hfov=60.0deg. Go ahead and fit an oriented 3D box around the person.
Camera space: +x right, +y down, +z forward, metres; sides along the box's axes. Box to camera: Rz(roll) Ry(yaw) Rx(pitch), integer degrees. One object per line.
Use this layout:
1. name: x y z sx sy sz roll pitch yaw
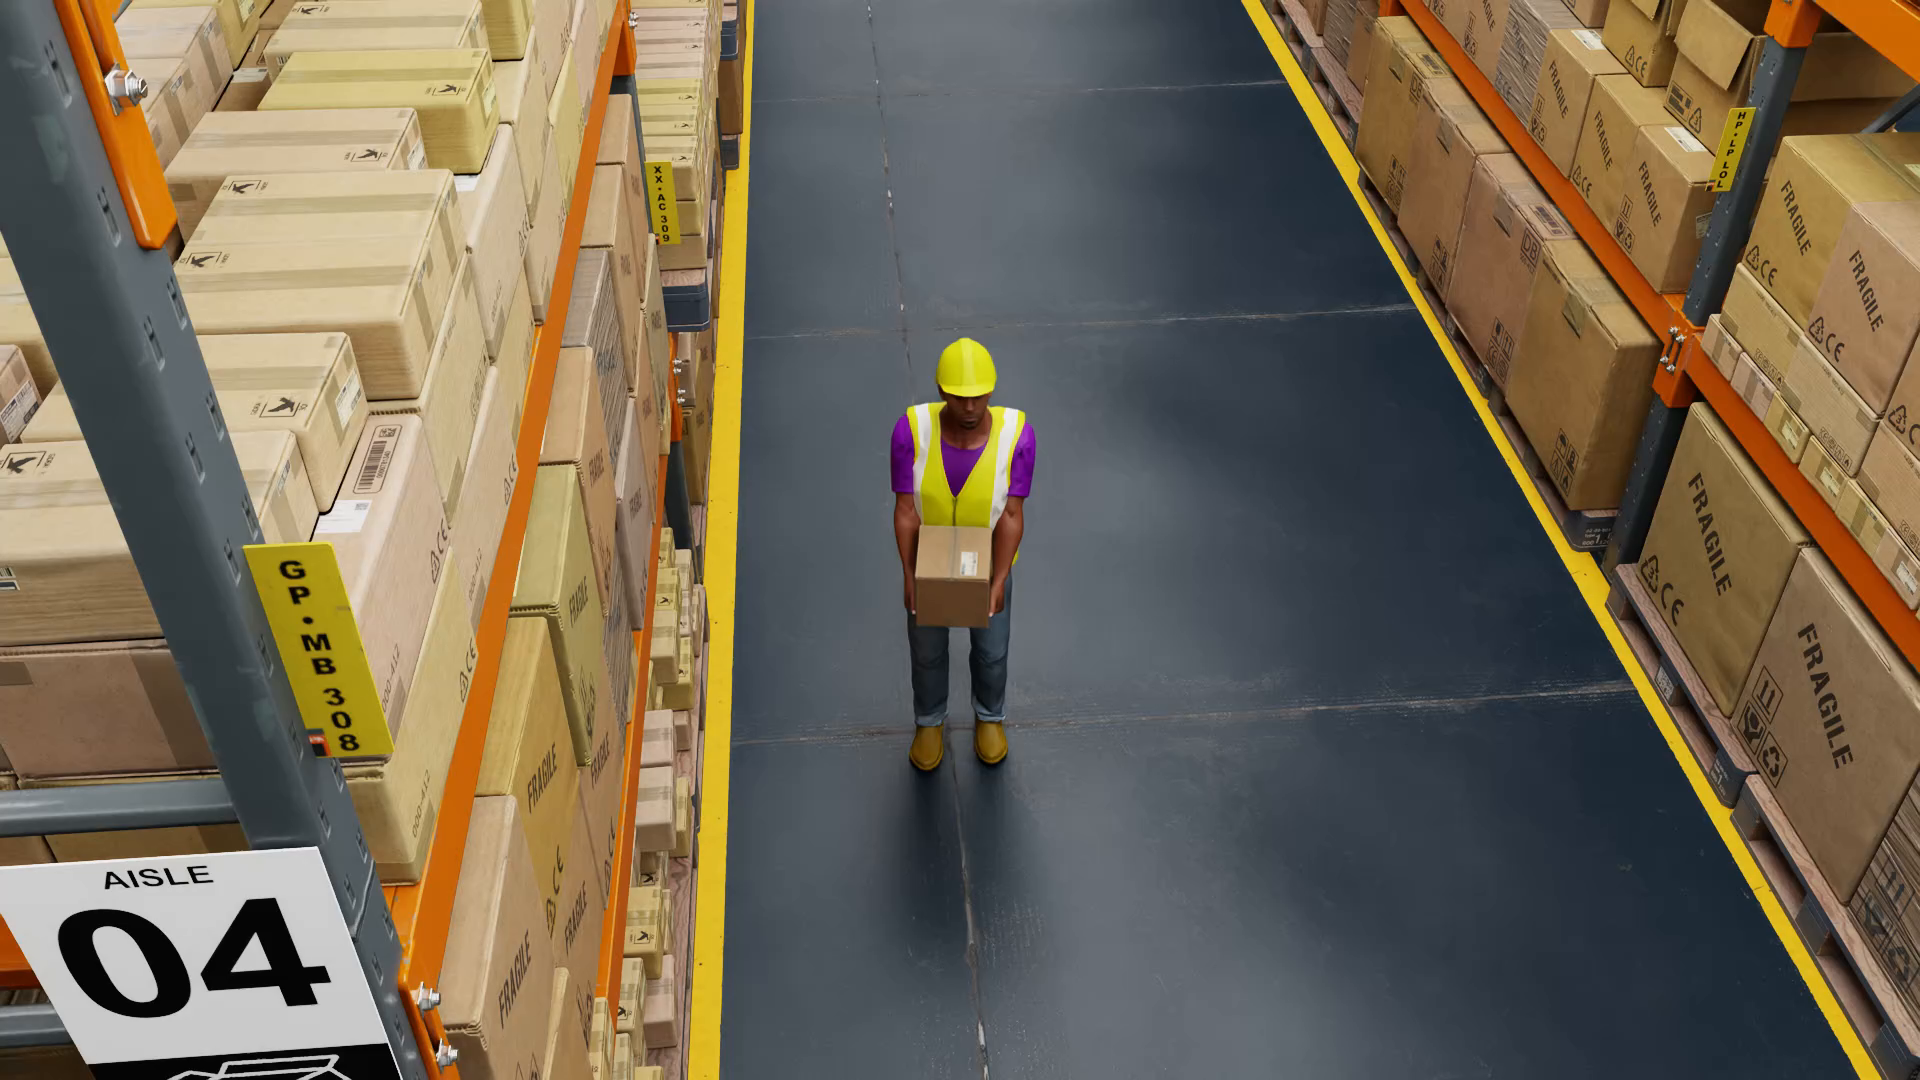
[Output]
1. person: 0.004 0.131 5.977 0.504 1.760 0.585 2 39 2
